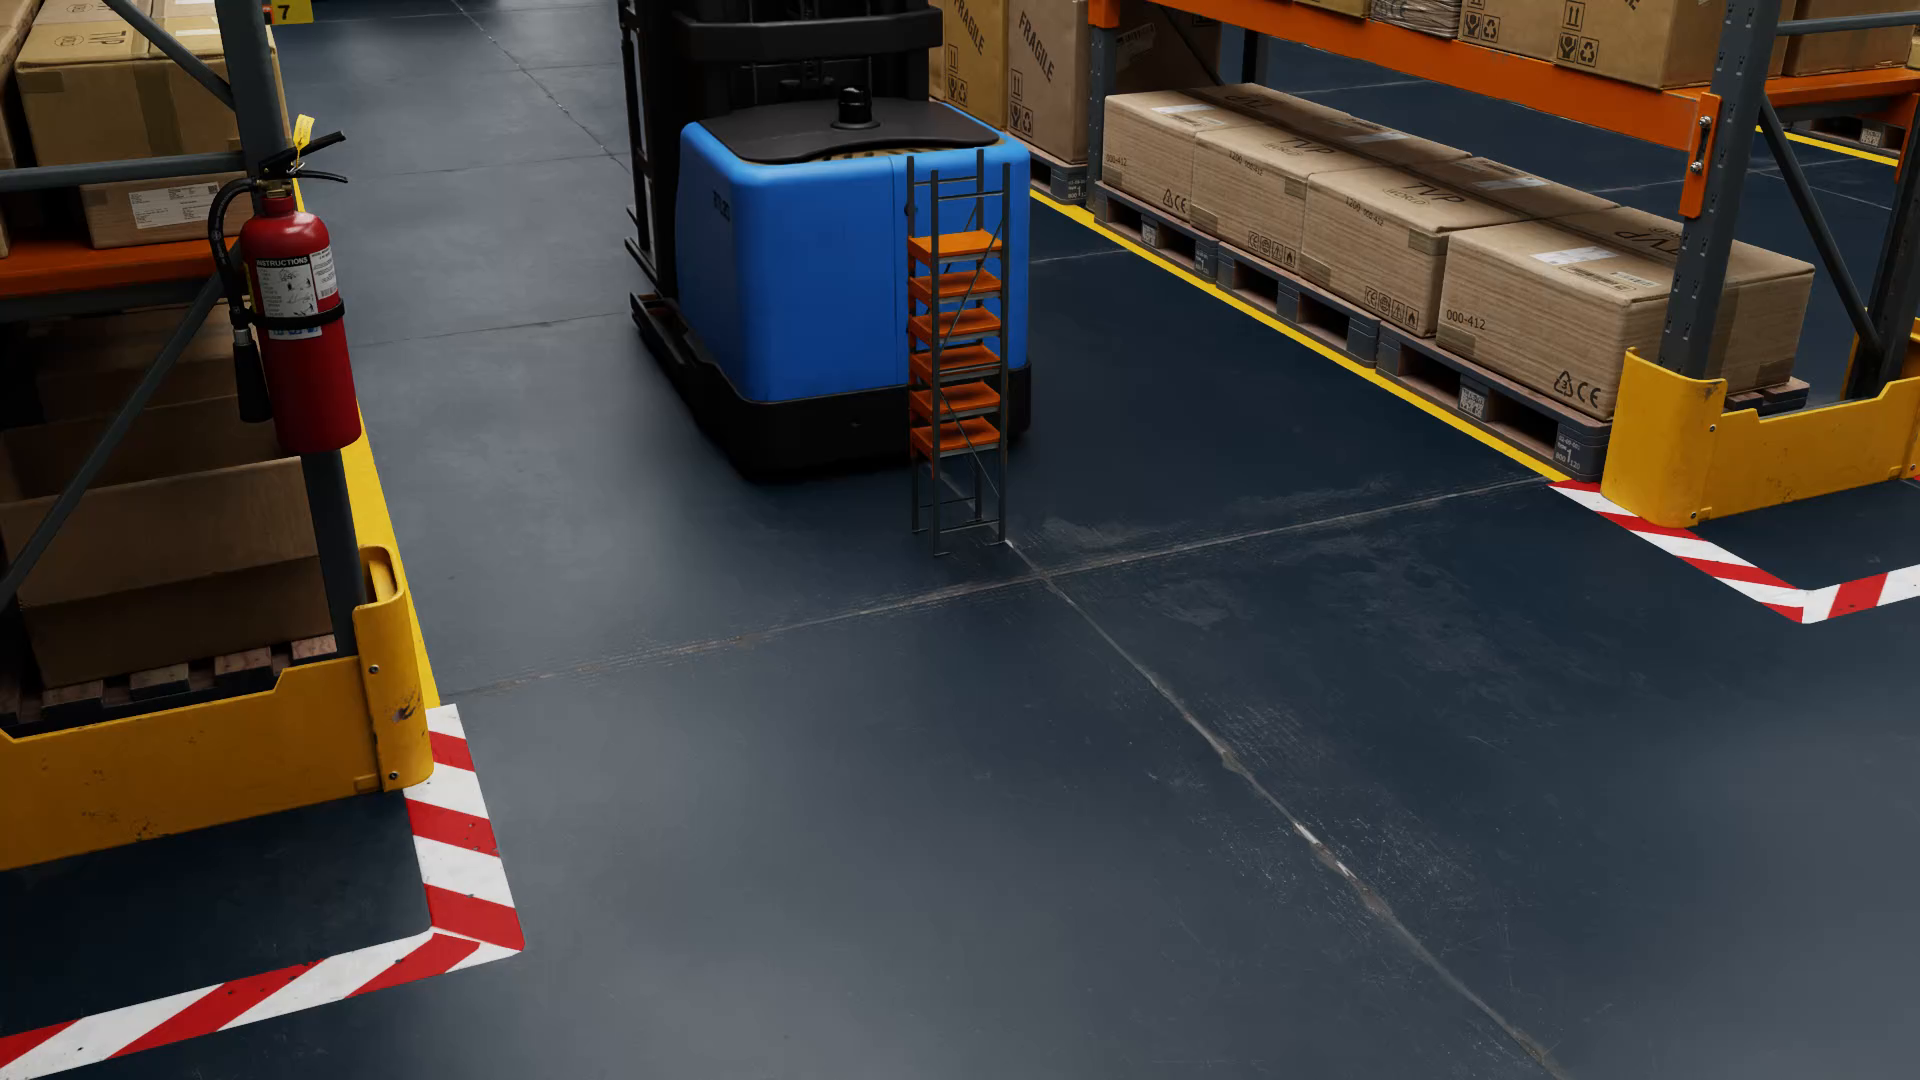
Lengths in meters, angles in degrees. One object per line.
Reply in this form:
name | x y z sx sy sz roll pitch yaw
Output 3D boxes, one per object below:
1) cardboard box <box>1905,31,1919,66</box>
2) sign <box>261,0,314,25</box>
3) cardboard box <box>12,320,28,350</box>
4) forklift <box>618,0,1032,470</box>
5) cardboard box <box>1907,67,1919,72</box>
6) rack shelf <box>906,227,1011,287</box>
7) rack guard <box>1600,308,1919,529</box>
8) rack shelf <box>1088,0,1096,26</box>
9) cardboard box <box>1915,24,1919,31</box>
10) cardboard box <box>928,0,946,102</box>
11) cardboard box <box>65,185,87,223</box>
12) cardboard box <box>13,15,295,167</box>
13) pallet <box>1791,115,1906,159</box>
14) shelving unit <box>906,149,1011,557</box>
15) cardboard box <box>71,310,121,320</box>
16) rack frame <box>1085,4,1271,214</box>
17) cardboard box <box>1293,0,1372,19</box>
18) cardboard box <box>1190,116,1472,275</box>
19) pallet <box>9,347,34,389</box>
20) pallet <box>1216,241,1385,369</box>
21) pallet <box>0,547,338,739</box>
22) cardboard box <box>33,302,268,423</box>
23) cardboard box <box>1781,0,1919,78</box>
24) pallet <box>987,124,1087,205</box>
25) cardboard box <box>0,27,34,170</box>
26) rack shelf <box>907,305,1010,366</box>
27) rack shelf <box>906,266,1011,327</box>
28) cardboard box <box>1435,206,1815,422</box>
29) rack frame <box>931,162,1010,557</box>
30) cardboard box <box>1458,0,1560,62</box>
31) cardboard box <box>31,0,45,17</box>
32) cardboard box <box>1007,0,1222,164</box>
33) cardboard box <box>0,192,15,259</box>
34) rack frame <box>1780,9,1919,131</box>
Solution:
cardboard box | 5.664 -2.939 9.943 0.380 0.149 0.250 -9 27 -18
sign | -1.349 -1.182 3.265 0.100 0.325 0.005 -11 28 -21
cardboard box | -3.374 -0.987 6.440 0.500 0.311 0.500 -10 28 -19
forklift | -0.752 -2.174 6.363 1.130 2.935 3.031 -10 28 -19
cardboard box | 5.824 -2.721 9.836 0.380 0.149 0.250 -11 28 -21
rack shelf | -0.006 -0.829 4.860 0.258 0.103 0.180 -11 28 -21
rack guard | 2.727 -0.421 5.542 1.175 0.500 0.348 -11 28 -21
rack shelf | 0.368 -3.653 10.133 1.077 0.370 4.000 -11 28 -21
cardboard box | 6.045 -3.136 10.347 0.380 0.149 0.250 -10 28 -19
cardboard box | 0.124 -3.364 10.663 0.875 0.875 0.875 -10 28 -20
cardboard box | -1.867 -0.861 3.881 0.380 0.149 0.250 -10 28 -19
cardboard box | -1.778 -0.995 3.701 0.500 0.250 0.500 -10 28 -20
pallet | 5.962 -2.542 10.216 1.003 0.211 1.213 -11 28 -21
shelving unit | -0.006 -0.545 4.999 0.258 1.200 0.189 -11 28 -21
cardboard box | -2.706 -0.799 5.838 0.700 0.500 0.500 -12 28 -23
rack frame | 1.151 -3.169 8.321 1.000 3.000 0.127 -11 28 -21
cardboard box | 1.678 -2.365 6.562 0.500 0.500 0.500 -10 28 -19
cardboard box | 1.649 -1.573 7.494 0.875 0.438 0.875 -11 28 -22
pallet | -3.147 -0.784 6.615 1.003 0.211 1.213 -11 28 -21
pallet | 1.858 -1.102 7.266 1.003 0.211 1.213 -11 28 -21
pallet | -2.191 0.201 4.597 1.003 0.211 1.213 -11 28 -21
cardboard box | -2.300 -0.380 4.980 0.700 0.500 0.500 -9 28 -18
cardboard box | 2.794 -1.842 5.490 0.500 0.500 0.500 -11 28 -21
pallet | 0.779 -2.214 9.544 1.003 0.211 1.213 -11 28 -21
cardboard box | -2.273 -0.906 3.518 0.500 0.250 0.500 -10 28 -19
rack shelf | -0.006 -0.613 4.966 0.258 0.103 0.180 -11 28 -21
rack shelf | -0.006 -0.721 4.913 0.258 0.103 0.180 -11 28 -21
cardboard box | 2.367 -0.841 5.994 0.875 0.438 0.875 -12 28 -22
rack frame | 0.030 -0.508 4.923 0.240 1.200 0.006 -11 28 -21
cardboard box | 2.102 -1.953 5.718 0.500 0.500 0.500 -11 28 -22
cardboard box | -2.663 -1.315 4.356 0.500 0.250 0.500 -10 28 -19
cardboard box | 0.835 -2.639 9.180 0.875 0.875 0.875 -10 28 -19
cardboard box | -2.225 -0.674 3.499 0.380 0.149 0.250 -11 28 -21
rack frame | 5.666 -4.060 10.147 1.000 3.000 0.127 -11 28 -21
